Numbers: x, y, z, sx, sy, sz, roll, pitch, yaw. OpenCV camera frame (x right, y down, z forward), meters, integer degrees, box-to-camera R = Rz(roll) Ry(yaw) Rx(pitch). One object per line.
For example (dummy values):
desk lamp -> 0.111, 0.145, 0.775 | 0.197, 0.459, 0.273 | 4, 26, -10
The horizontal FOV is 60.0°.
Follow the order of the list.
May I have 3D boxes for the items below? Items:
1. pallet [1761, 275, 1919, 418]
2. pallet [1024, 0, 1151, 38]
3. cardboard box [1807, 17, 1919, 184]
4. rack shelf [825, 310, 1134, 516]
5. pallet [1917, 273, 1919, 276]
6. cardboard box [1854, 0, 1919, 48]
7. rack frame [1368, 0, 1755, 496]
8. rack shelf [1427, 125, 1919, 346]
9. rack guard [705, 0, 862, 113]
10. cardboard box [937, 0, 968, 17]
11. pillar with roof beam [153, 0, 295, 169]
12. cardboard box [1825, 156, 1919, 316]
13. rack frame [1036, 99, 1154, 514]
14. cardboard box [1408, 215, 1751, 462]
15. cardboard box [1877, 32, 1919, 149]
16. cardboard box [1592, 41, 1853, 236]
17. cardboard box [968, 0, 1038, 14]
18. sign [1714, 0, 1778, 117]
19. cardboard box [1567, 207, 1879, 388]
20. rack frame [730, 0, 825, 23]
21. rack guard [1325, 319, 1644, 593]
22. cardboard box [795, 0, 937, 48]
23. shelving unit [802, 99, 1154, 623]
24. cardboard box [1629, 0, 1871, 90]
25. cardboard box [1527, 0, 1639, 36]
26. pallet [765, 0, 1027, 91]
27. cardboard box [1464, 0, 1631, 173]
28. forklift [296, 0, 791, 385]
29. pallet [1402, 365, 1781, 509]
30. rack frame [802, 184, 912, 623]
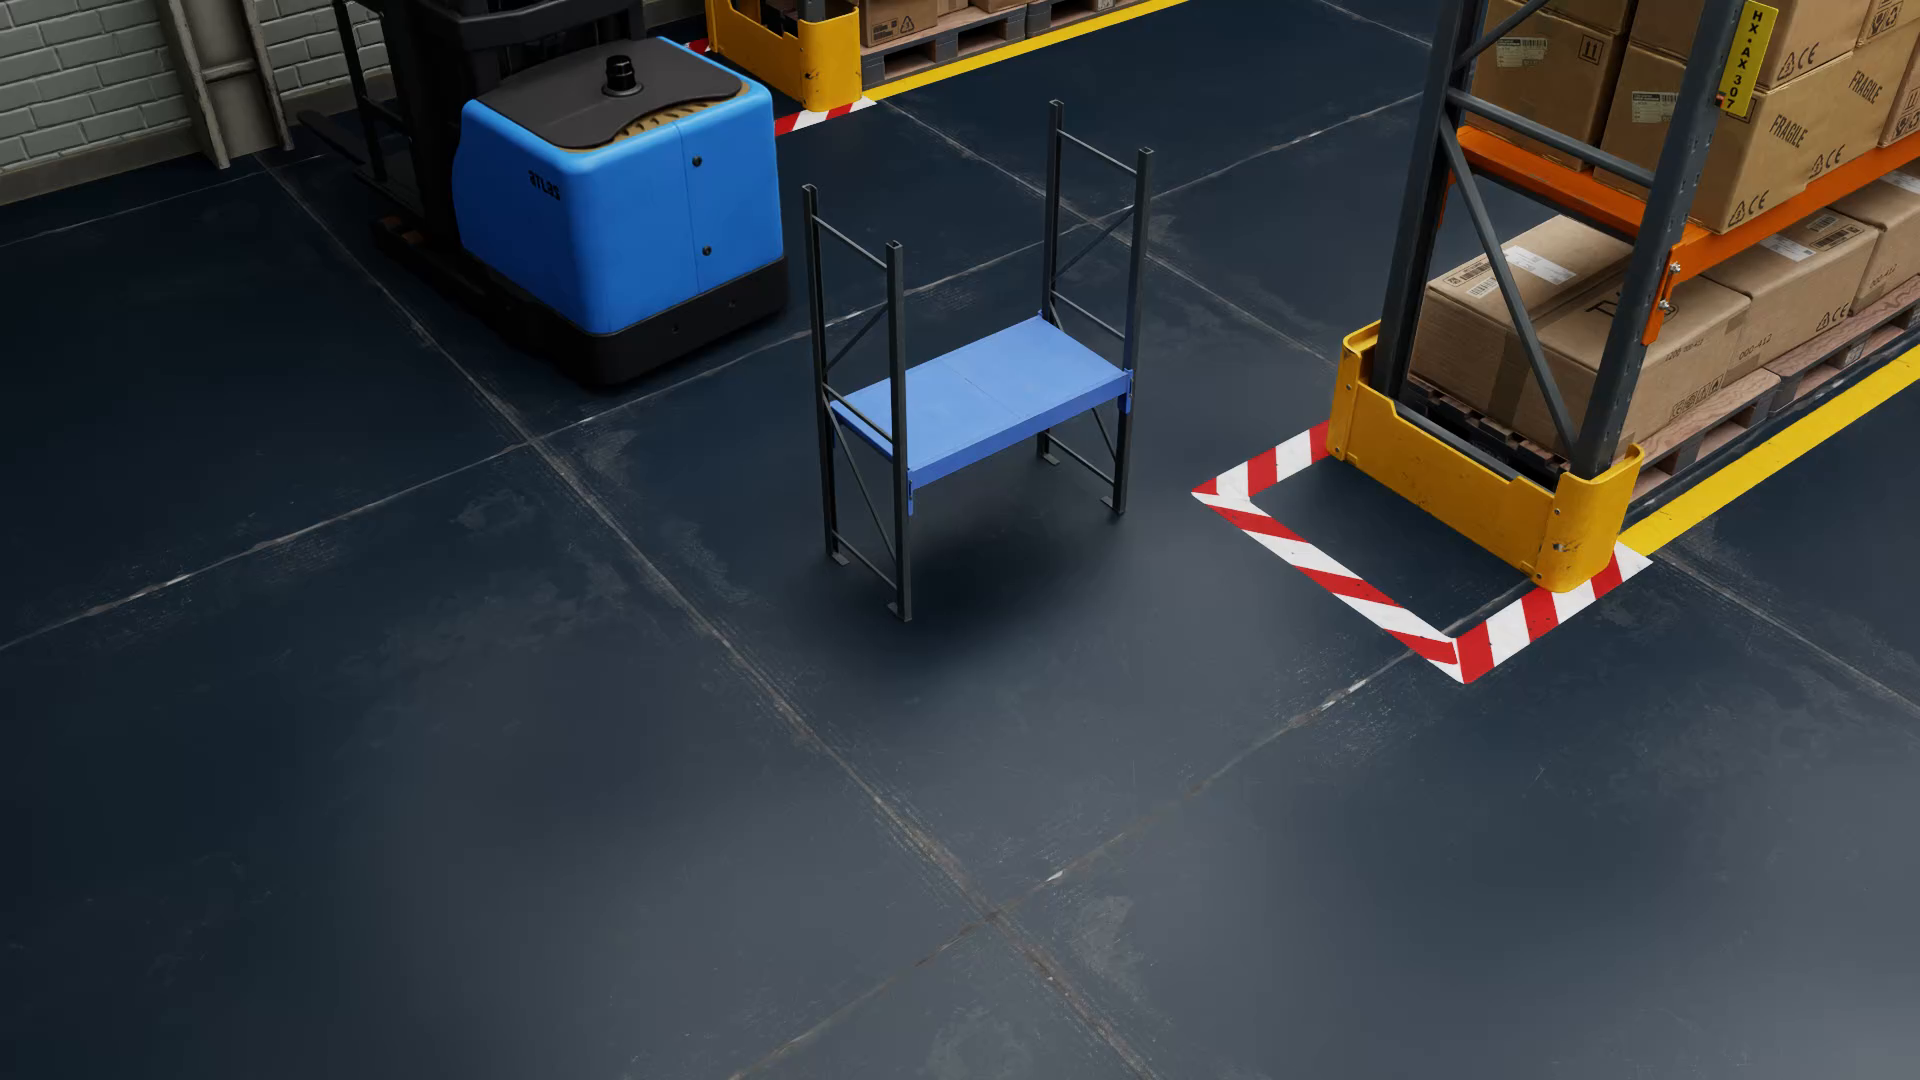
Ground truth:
pallet -> 3.510, -1.058, 7.374 | 1.213, 0.211, 1.003 | -26, 46, -28
pallet -> 0.588, -3.542, 10.402 | 1.213, 0.211, 1.003 | -26, 46, -28
cardboard box -> 2.897, -1.608, 5.767 | 0.500, 0.500, 0.500 | -27, 46, -29
rack shelf -> 0.068, -0.474, 5.929 | 1.000, 0.185, 0.538 | -26, 46, -28
pallet -> 4.478, -1.532, 7.952 | 1.213, 0.211, 1.003 | -26, 46, -28
cardboard box -> 2.917, -1.990, 5.443 | 0.500, 0.500, 0.500 | -27, 47, -29
rack frame -> 1.957, -1.319, 5.493 | 0.127, 3.000, 1.000 | -26, 46, -28
rack shelf -> 3.543, -1.814, 6.663 | 4.000, 0.370, 1.077 | -26, 46, -28
rack guard -> -1.010, -2.877, 9.363 | 0.348, 0.500, 1.175 | -26, 46, -28
cardboard box -> -0.167, -3.207, 9.711 | 0.250, 0.149, 0.380 | -28, 47, -30
pillar with roof beam -> -1.134, -3.380, 3.275 | 0.400, 9.000, 9.100 | -26, 46, -28
cardboard box -> 3.856, -1.502, 7.405 | 0.875, 0.438, 0.875 | -27, 47, -29
rack frame -> 0.471, -0.809, 6.054 | 0.032, 1.500, 0.500 | -26, 46, -28
cardboard box -> 2.420, -0.796, 6.545 | 0.875, 0.438, 0.875 | -28, 47, -29
cardboard box -> 3.311, -1.796, 5.995 | 0.500, 0.500, 0.500 | -26, 46, -28
cardboard box -> 2.513, -1.399, 5.511 | 0.500, 0.500, 0.500 | -26, 46, -28
cardboard box -> 0.174, -3.509, 9.803 | 0.500, 0.500, 0.700 | -24, 45, -26
sign -> 2.291, -1.403, 4.850 | 0.005, 0.325, 0.100 | -26, 46, -28
cardboard box -> 3.140, -1.154, 6.981 | 0.875, 0.438, 0.875 | -25, 45, -27
rack frame -> -1.070, -3.814, 8.534 | 0.127, 3.000, 1.000 | -26, 46, -28
rack guard -> 1.938, -0.343, 6.274 | 0.348, 0.500, 1.175 | -26, 46, -28
cardboard box -> -0.528, -3.200, 9.423 | 0.637, 0.503, 0.797 | -28, 47, -30
shelving unit -> 0.068, -0.613, 5.815 | 1.048, 1.500, 0.538 | -26, 46, -28
cardboard box -> 2.511, -1.787, 5.196 | 0.500, 0.500, 0.500 | -27, 46, -29
cardboard box -> 2.194, -2.050, 5.517 | 0.500, 0.500, 0.500 | -24, 45, -27
pallet -> -0.378, -3.074, 9.830 | 1.213, 0.211, 1.003 | -26, 46, -28
cardboard box -> 2.179, -1.677, 5.851 | 0.500, 0.500, 0.500 | -26, 46, -28
forklift -> -2.141, -2.618, 7.130 | 1.130, 2.935, 3.031 | -31, 49, -32
pallet -> 2.544, -0.589, 6.802 | 1.213, 0.211, 1.003 | -26, 46, -28
rack frame -> -0.335, -0.416, 5.575 | 0.032, 1.500, 0.500 | -26, 46, -28
